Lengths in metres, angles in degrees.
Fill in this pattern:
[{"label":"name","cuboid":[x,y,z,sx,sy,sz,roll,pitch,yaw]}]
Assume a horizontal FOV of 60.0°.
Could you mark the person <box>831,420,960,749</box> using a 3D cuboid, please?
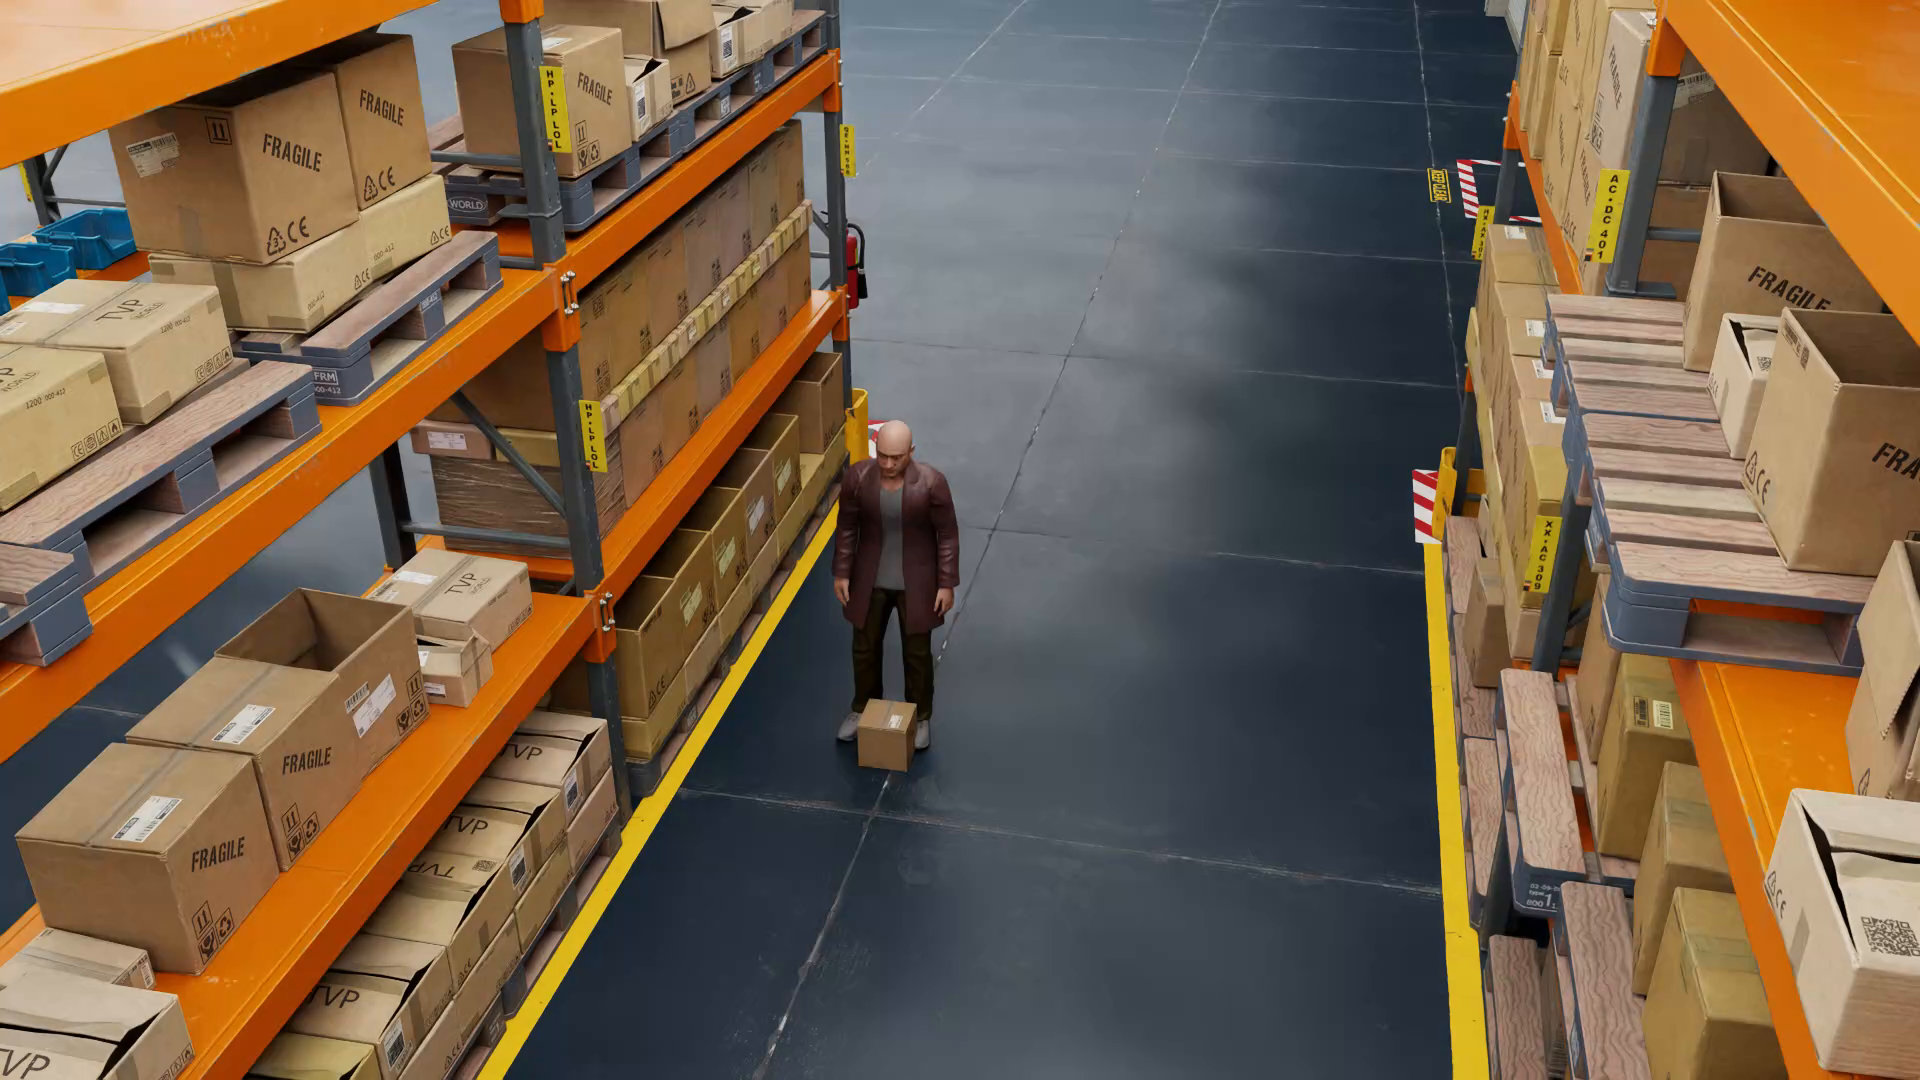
[{"label":"person","cuboid":[-0.320,0.202,8.266,0.654,1.774,0.416,6,29,10]}]
